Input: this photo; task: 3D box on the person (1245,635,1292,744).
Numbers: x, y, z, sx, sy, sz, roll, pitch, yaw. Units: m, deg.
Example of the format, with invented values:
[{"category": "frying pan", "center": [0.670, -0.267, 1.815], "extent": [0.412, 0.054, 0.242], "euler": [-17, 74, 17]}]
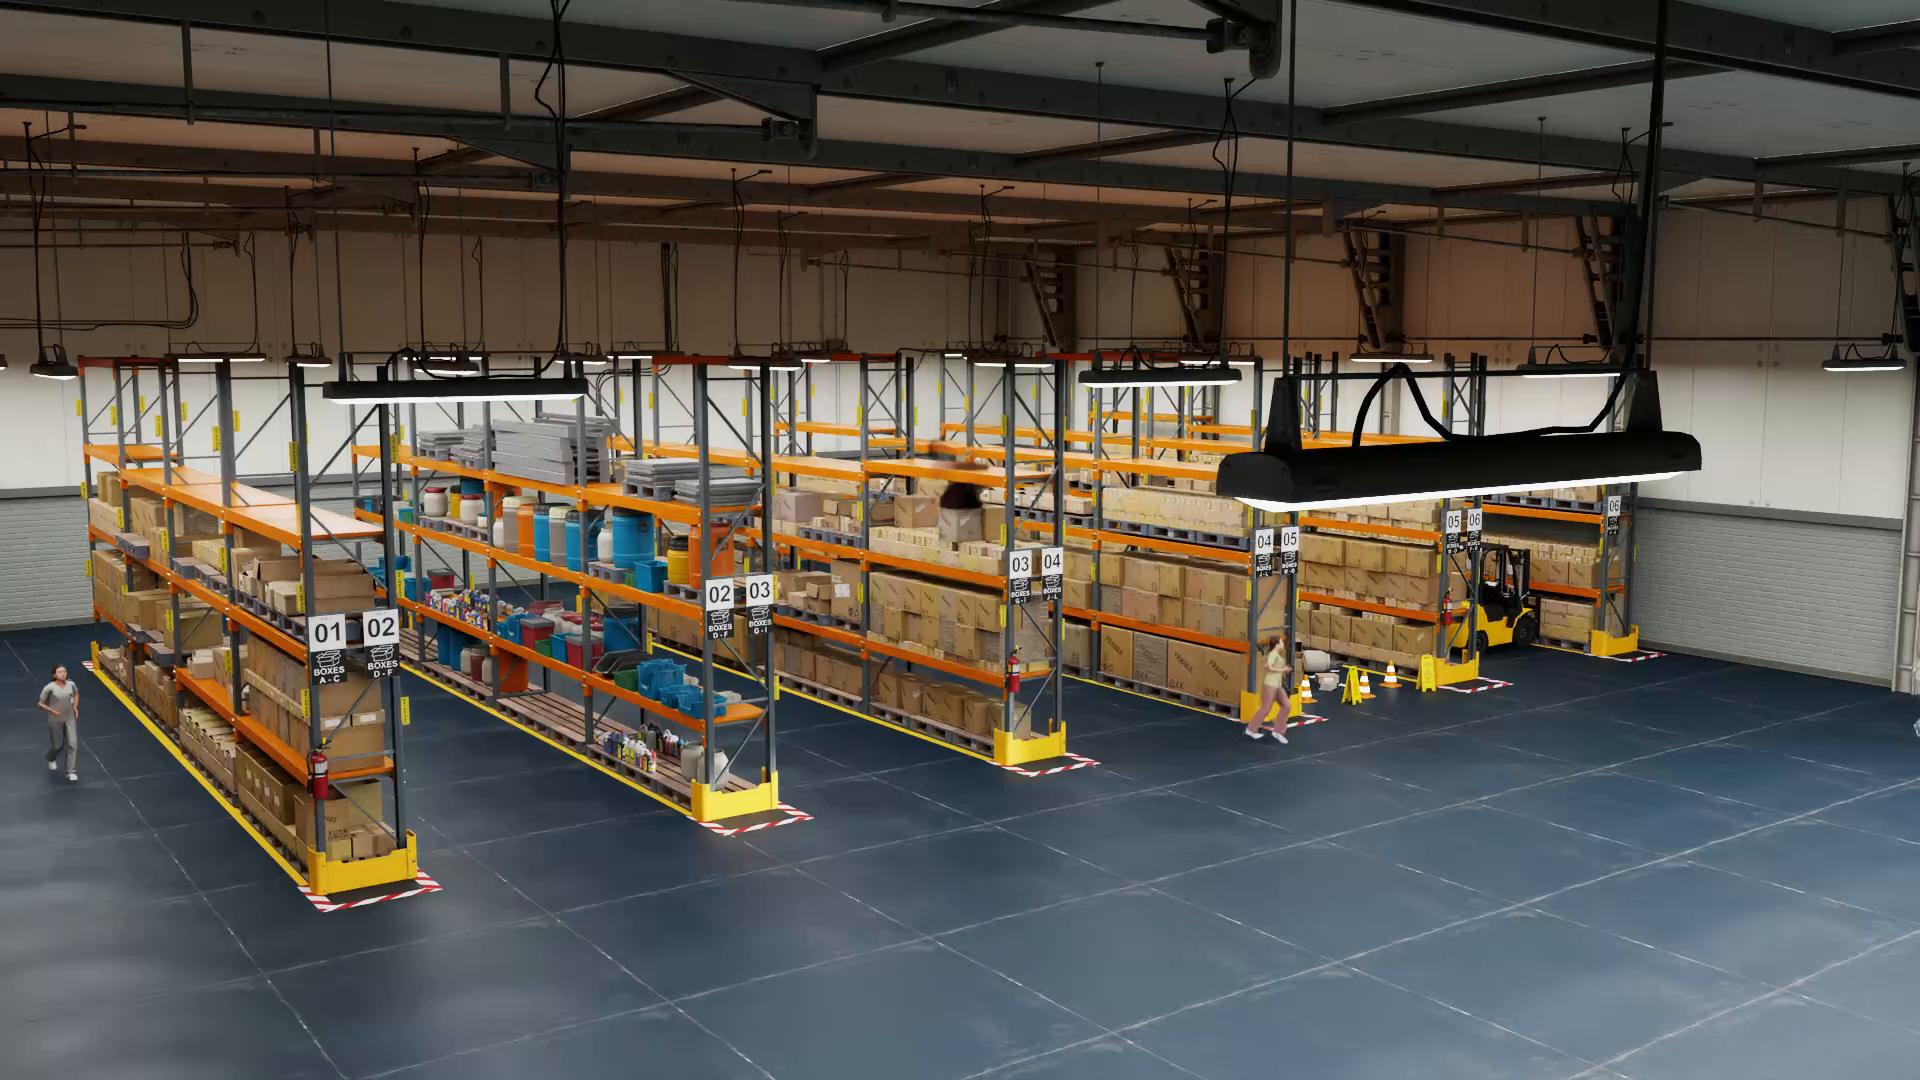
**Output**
[{"category": "person", "center": [4.916, 2.337, 26.299], "extent": [0.692, 1.684, 0.587], "euler": [3, 8, 24]}]

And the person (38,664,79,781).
[{"category": "person", "center": [-12.943, 2.597, 23.956], "extent": [0.844, 1.650, 0.581], "euler": [6, 9, 40]}]

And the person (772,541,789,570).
[{"category": "person", "center": [-4.499, 0.410, 41.885], "extent": [0.739, 1.717, 0.668], "euler": [-5, 9, -36]}]
